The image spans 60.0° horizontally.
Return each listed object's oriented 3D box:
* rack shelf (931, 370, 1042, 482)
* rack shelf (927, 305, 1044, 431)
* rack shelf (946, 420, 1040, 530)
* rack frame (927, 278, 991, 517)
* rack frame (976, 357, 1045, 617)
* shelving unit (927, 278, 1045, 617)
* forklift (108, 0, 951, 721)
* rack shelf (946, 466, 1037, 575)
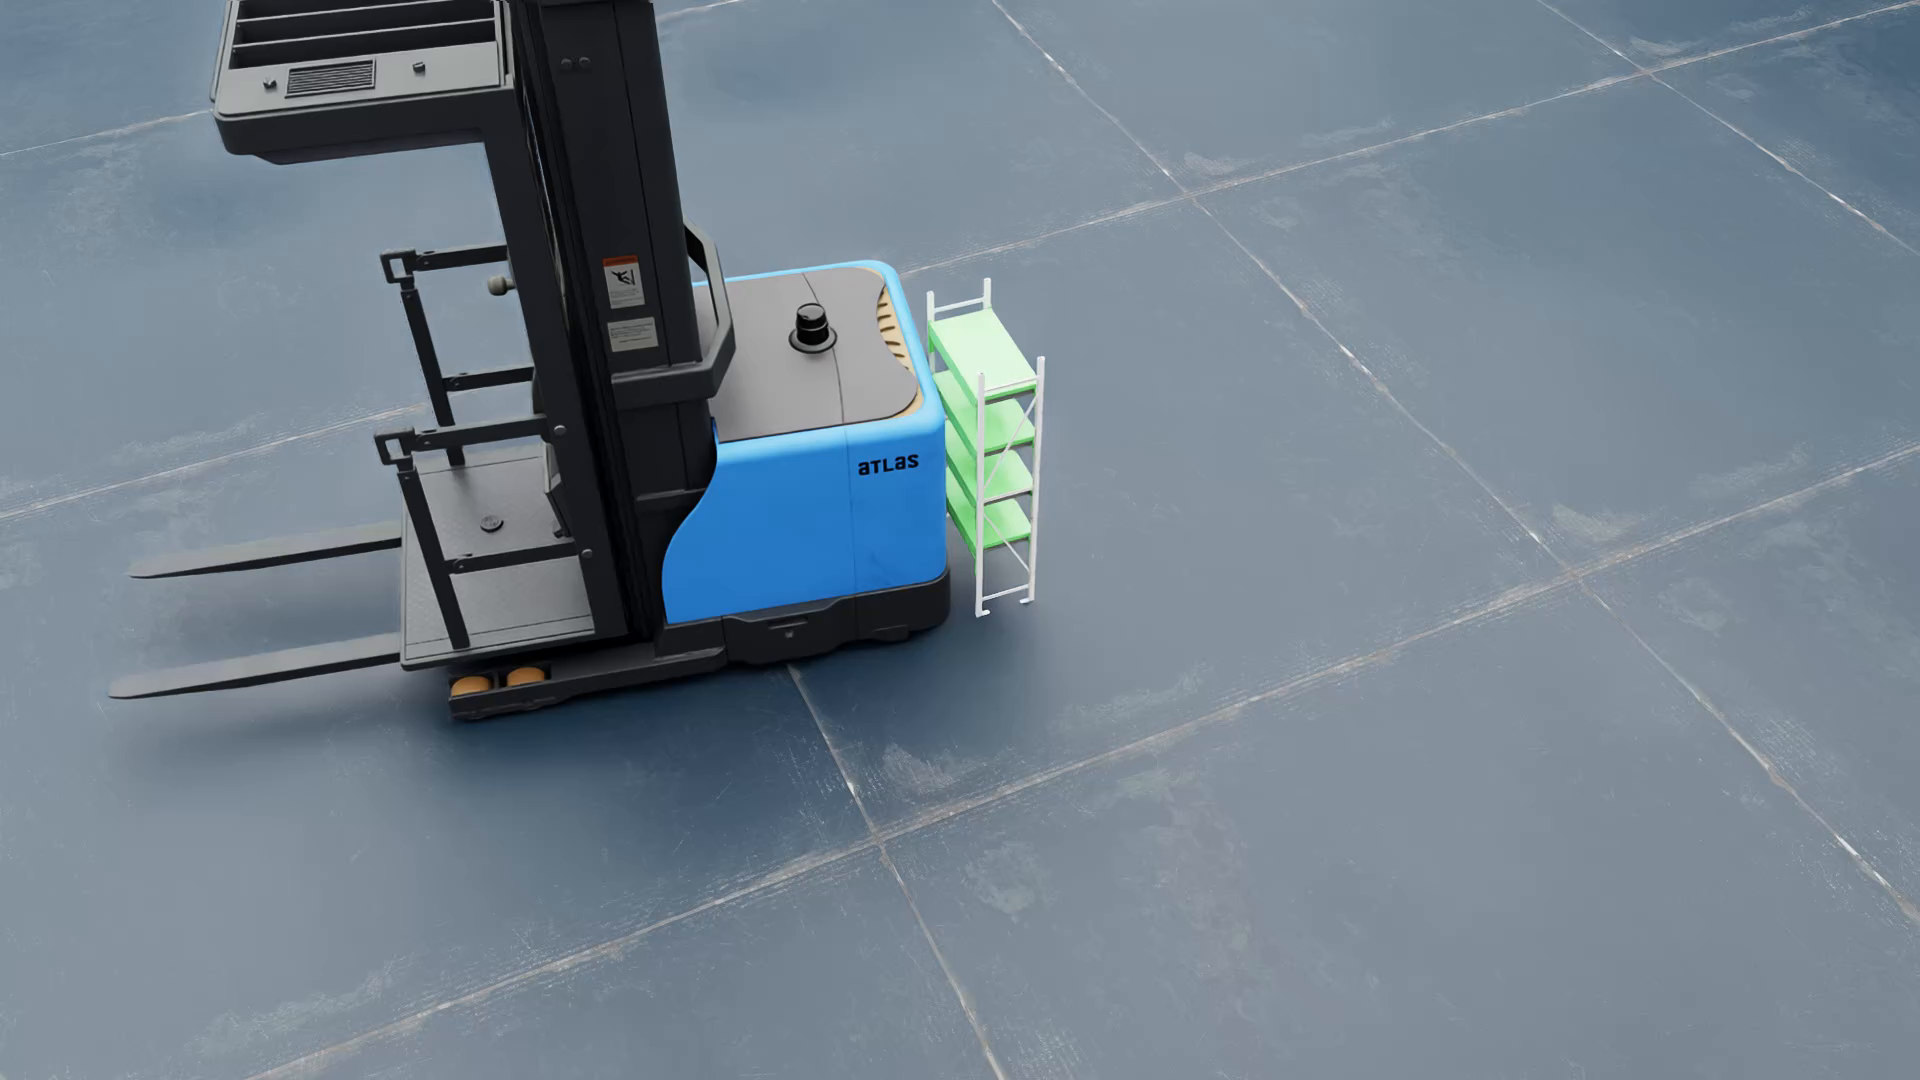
[{"bbox_3d":[0.086,-0.449,6.100,0.258,0.148,0.480,-15,47,-15],"label":"rack shelf"},{"bbox_3d":[0.086,-0.620,5.931,0.258,0.148,0.480,-15,47,-15],"label":"rack shelf"},{"bbox_3d":[0.086,-0.278,6.269,0.258,0.148,0.480,-15,47,-15],"label":"rack shelf"},{"bbox_3d":[-0.003,-0.483,6.385,0.240,1.200,0.015,-15,47,-15],"label":"rack frame"},{"bbox_3d":[0.175,-0.164,6.062,0.240,1.200,0.015,-15,47,-15],"label":"rack frame"},{"bbox_3d":[0.086,-0.324,6.224,0.258,1.200,0.503,-15,47,-15],"label":"shelving unit"},{"bbox_3d":[-1.609,-0.796,5.470,3.031,2.935,1.130,-9,45,-9],"label":"forklift"},{"bbox_3d":[0.086,-0.107,6.437,0.258,0.148,0.480,-15,47,-15],"label":"rack shelf"}]
